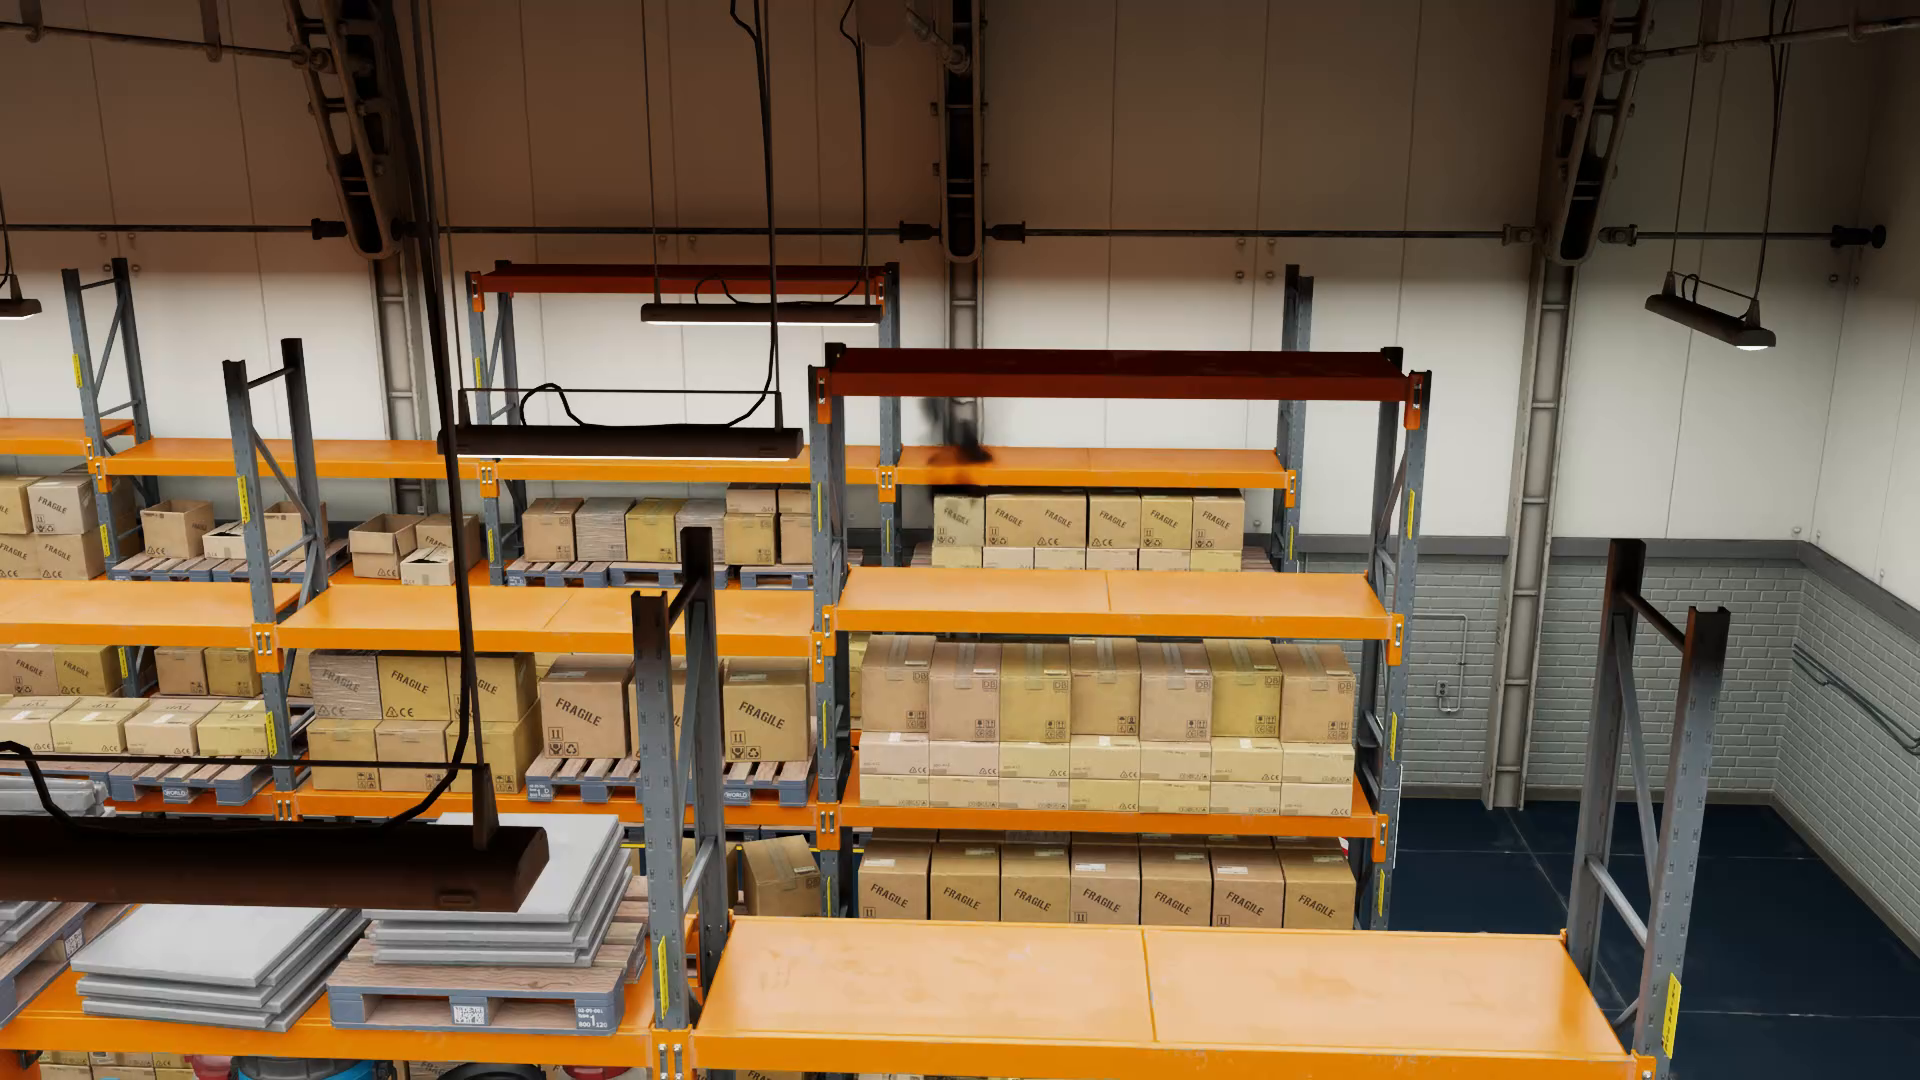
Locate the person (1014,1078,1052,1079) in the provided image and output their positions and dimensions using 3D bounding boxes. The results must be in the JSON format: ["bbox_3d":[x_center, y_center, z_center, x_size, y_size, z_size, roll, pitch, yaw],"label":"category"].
[{"bbox_3d":[0.525,4.203,10.929,0.877,1.762,0.689,-1,16,-4],"label":"person"}]
